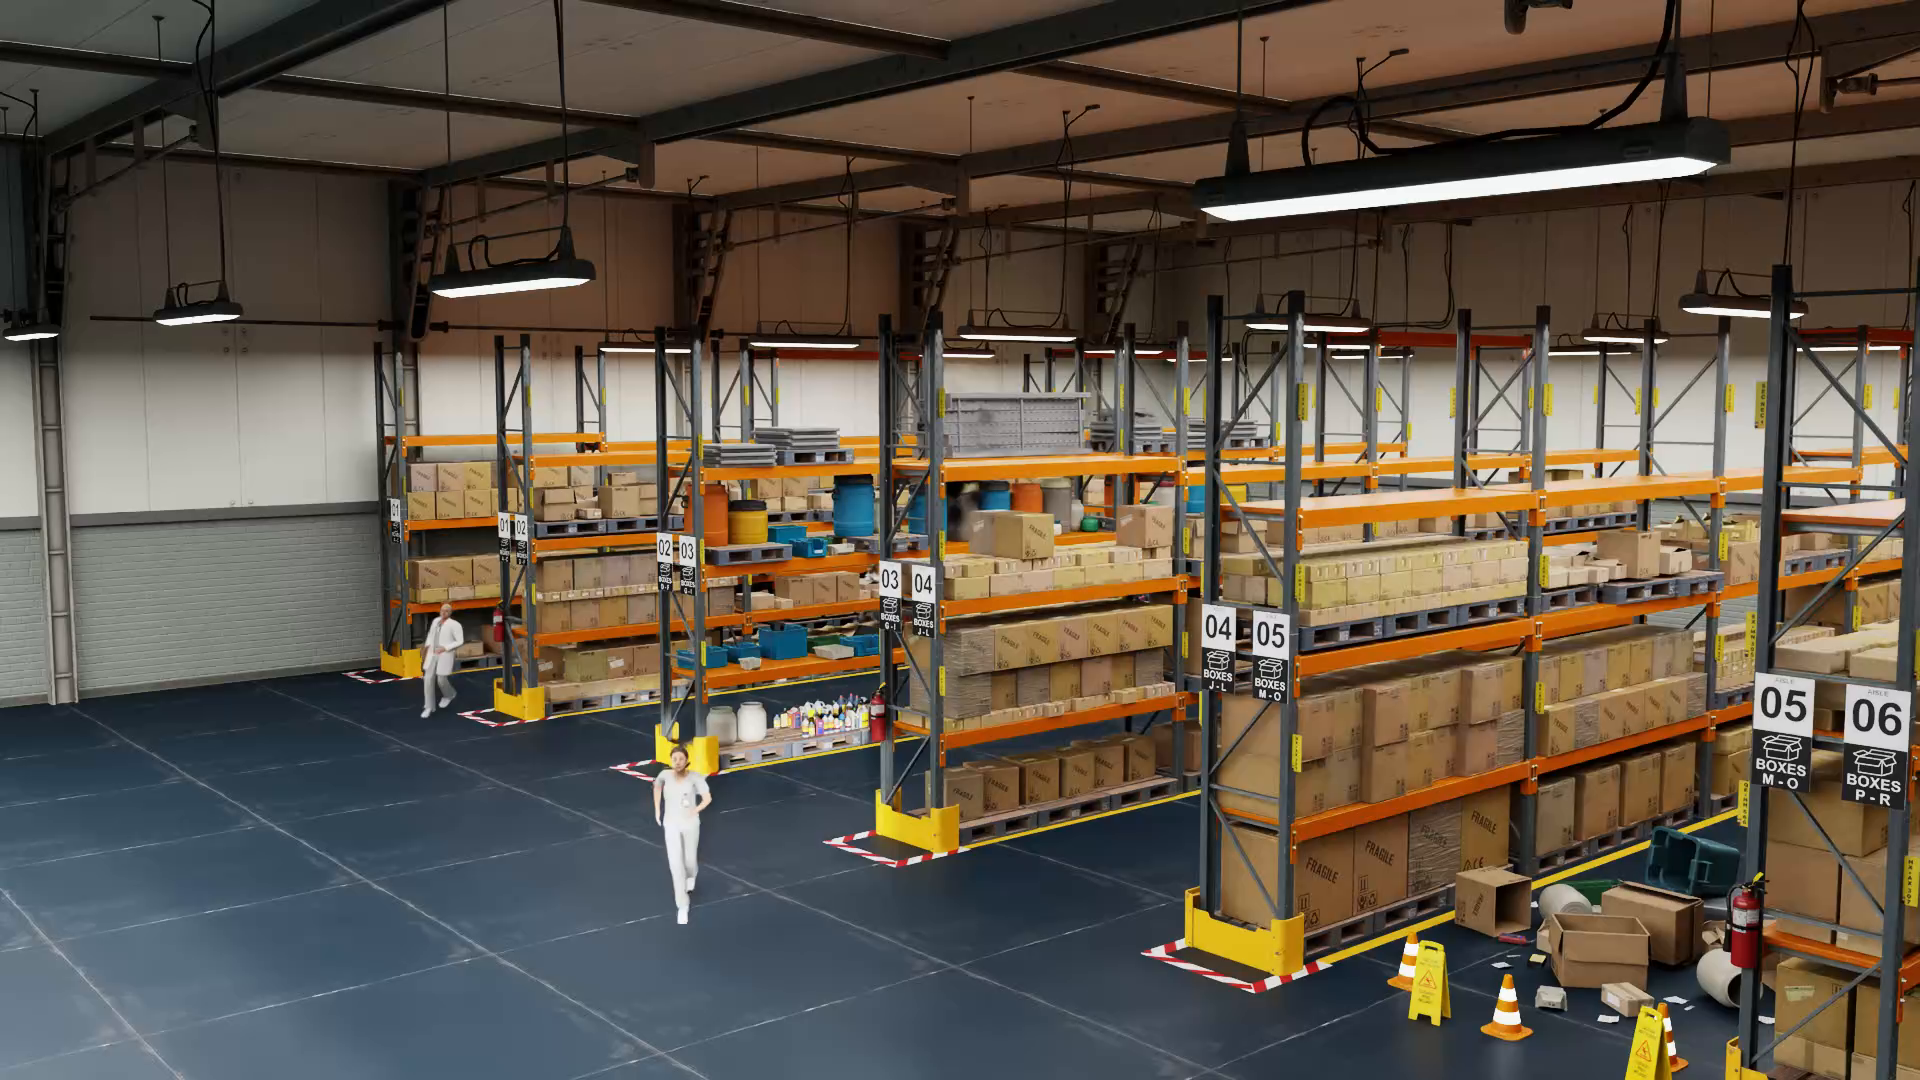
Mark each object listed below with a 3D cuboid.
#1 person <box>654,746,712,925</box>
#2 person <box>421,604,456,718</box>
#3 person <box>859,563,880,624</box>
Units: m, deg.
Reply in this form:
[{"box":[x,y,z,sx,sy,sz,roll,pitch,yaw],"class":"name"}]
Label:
[{"box":[-2.744,2.841,16.451,0.587,1.663,1.008,0,5,-2],"class":"person"},{"box":[-8.201,1.891,26.455,0.696,1.781,0.898,1,5,12],"class":"person"},{"box":[-1.769,1.267,33.611,0.597,1.755,0.775,4,7,37],"class":"person"}]
